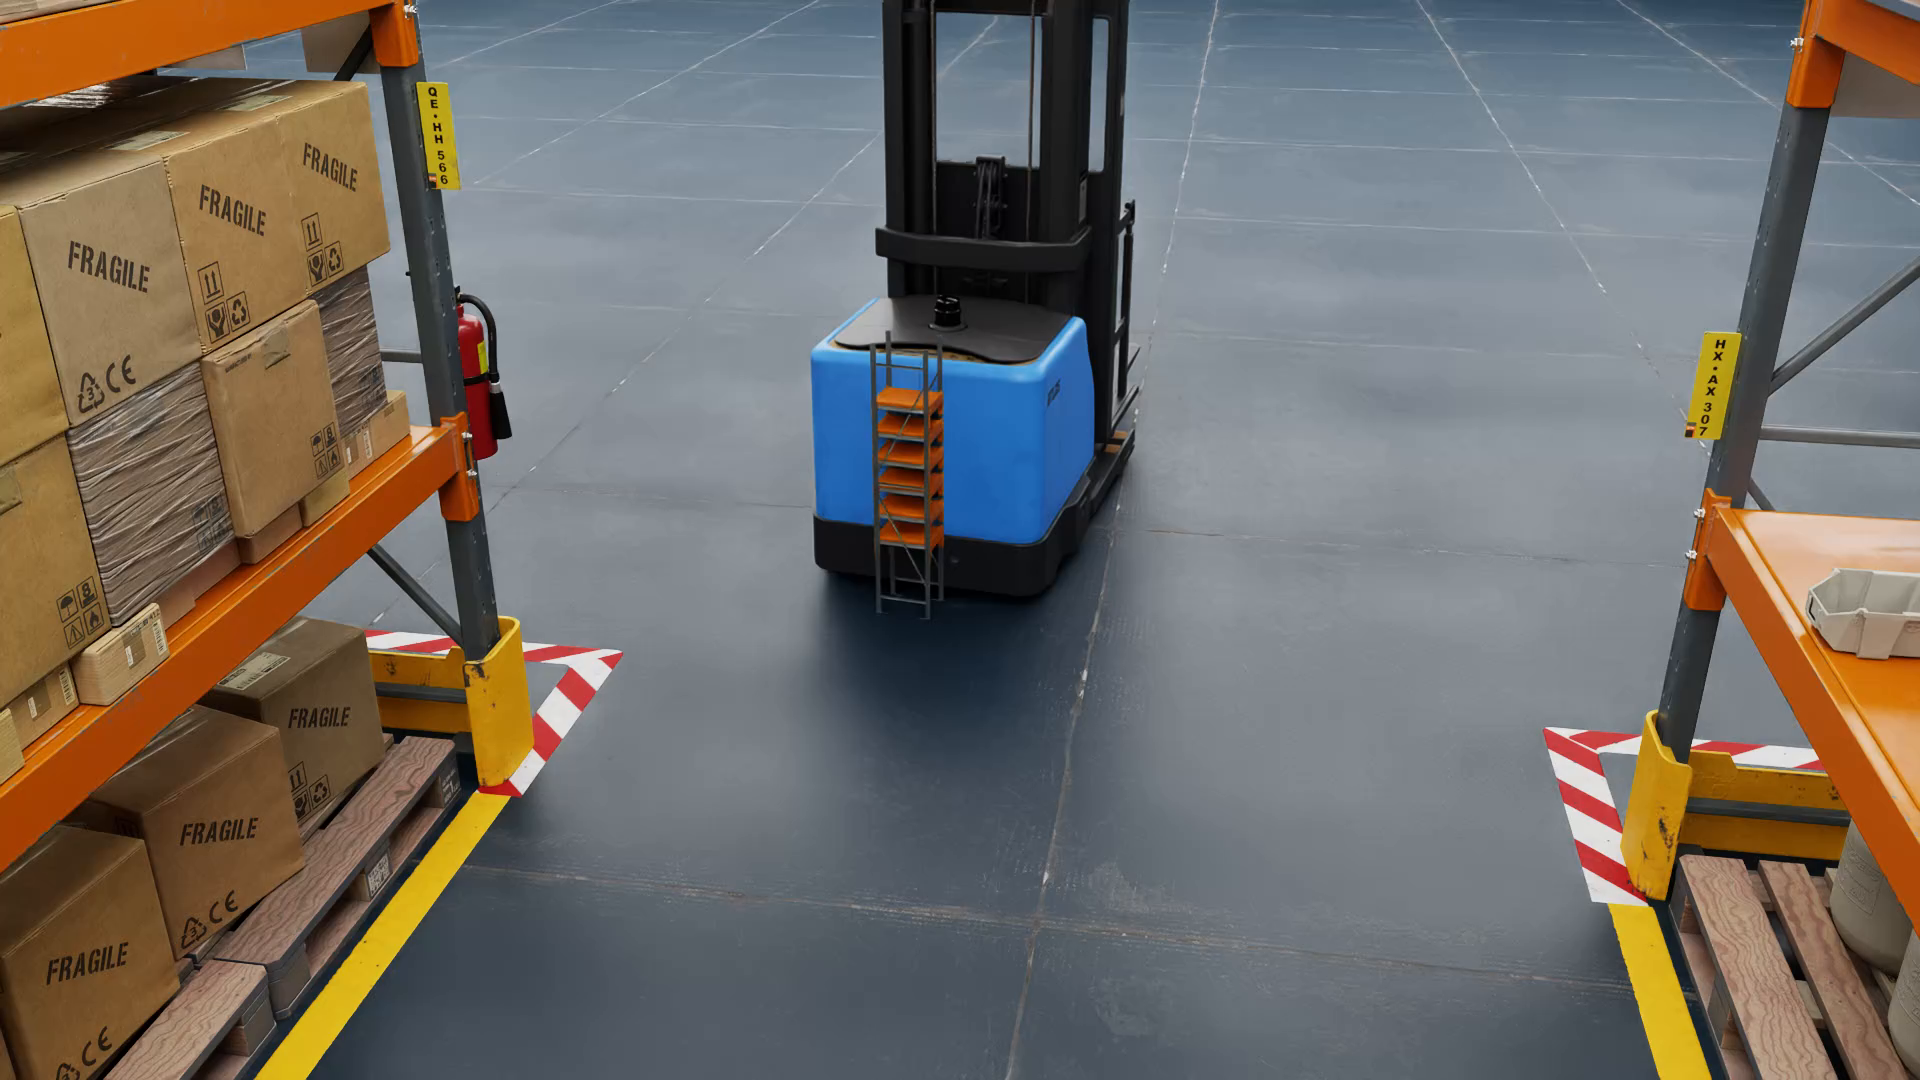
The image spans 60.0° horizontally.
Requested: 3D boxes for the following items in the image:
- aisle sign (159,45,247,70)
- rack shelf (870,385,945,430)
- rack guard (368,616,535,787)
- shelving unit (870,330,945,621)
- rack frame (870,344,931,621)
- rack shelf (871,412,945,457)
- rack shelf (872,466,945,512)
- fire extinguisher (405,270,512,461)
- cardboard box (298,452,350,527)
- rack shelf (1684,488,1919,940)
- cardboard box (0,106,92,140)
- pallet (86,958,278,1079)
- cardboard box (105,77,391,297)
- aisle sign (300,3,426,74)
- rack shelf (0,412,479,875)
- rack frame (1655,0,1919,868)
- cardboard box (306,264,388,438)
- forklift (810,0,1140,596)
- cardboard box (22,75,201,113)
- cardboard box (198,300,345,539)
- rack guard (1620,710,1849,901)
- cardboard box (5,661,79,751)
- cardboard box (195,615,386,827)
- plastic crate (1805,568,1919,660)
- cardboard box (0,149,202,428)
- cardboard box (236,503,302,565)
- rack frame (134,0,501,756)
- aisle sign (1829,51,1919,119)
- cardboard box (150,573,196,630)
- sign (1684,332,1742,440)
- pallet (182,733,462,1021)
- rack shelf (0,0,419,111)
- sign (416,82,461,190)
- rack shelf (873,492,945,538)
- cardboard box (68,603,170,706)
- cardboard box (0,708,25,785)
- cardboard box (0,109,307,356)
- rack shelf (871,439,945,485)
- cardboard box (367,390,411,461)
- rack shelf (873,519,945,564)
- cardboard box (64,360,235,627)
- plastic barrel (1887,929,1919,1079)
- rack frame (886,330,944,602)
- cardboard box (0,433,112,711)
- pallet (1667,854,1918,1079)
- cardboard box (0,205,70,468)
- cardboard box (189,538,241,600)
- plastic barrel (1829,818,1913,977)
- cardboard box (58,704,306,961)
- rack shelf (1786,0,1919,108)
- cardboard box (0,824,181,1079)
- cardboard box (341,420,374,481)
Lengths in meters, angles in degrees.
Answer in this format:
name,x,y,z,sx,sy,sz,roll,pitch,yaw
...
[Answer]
name,x,y,z,sx,sy,sz,roll,pitch,yaw
aisle sign,-2.439,-1.850,5.097,0.394,0.787,0.004,4,25,9
rack shelf,-0.213,-0.540,6.743,0.258,0.103,0.180,7,26,15
rack guard,-2.166,0.538,6.010,1.175,0.500,0.348,4,25,9
shelving unit,-0.213,-0.254,6.877,0.258,1.200,0.189,7,26,15
rack frame,-0.239,-0.217,6.798,0.240,1.200,0.006,7,26,15
rack shelf,-0.213,-0.431,6.794,0.258,0.103,0.180,7,26,15
rack shelf,-0.213,-0.214,6.896,0.258,0.103,0.180,7,26,15
fire extinguisher,-1.680,-0.606,5.598,0.296,0.674,0.183,4,25,9
cardboard box,-2.028,-0.165,4.862,0.380,0.149,0.250,4,25,9
rack shelf,2.406,0.880,3.180,1.077,0.370,4.000,4,25,9
cardboard box,-2.601,-0.838,4.355,0.500,0.500,0.500,4,25,9
pallet,-2.535,1.515,4.264,1.003,0.211,1.213,4,25,9
cardboard box,-1.999,-1.011,4.724,0.500,0.500,0.500,4,25,9
aisle sign,-1.847,-1.808,5.008,0.394,0.787,0.004,4,25,9
rack shelf,-2.480,0.537,3.913,1.077,0.370,4.000,4,25,9
rack frame,2.733,-0.282,4.815,1.000,3.000,0.127,4,25,9
cardboard box,-2.270,-0.577,4.976,0.875,0.500,0.500,4,25,9
forklift,0.274,-1.690,7.902,1.130,2.935,3.031,7,26,15
cardboard box,-2.512,-1.047,4.801,0.500,0.500,0.500,4,25,9
cardboard box,-2.234,-0.360,4.512,0.875,0.500,0.500,4,25,9
rack guard,2.767,0.885,5.270,1.175,0.500,0.348,4,25,9
cardboard box,-2.247,0.356,3.747,0.380,0.149,0.250,4,25,9
cardboard box,-2.272,0.577,5.433,0.500,0.500,0.500,9,27,18
plastic crate,2.269,0.189,4.119,0.298,0.136,0.250,4,25,9
cardboard box,-2.160,-0.593,3.830,0.500,0.500,0.500,4,25,9
cardboard box,-2.084,-0.062,4.641,0.380,0.149,0.250,4,25,9
rack frame,-2.153,-0.625,5.548,1.000,3.000,0.127,4,25,9
aisle sign,2.456,-1.510,4.371,0.394,0.787,0.004,4,25,9
cardboard box,-2.184,0.146,4.197,0.380,0.149,0.250,4,25,9
sign,2.191,-0.448,4.841,0.100,0.325,0.005,4,25,9
pallet,-2.333,1.007,5.350,1.003,0.211,1.213,4,25,9
rack shelf,-2.480,-0.822,3.277,1.077,0.370,4.000,4,25,9
sign,-1.609,-1.246,5.135,0.100,0.325,0.005,4,25,9
rack shelf,-0.213,-0.105,6.947,0.258,0.103,0.180,7,26,15
cardboard box,-2.138,0.256,3.960,0.380,0.149,0.250,4,25,9
cardboard box,-2.243,0.464,3.517,0.380,0.149,0.250,4,25,9
cardboard box,-2.075,-0.802,4.276,0.500,0.500,0.500,4,25,9
rack shelf,-0.213,-0.322,6.845,0.258,0.103,0.180,7,26,15
cardboard box,-1.996,-0.378,5.316,0.380,0.149,0.250,4,25,9
rack shelf,-0.213,0.004,6.998,0.258,0.103,0.180,7,26,15
cardboard box,-2.358,-0.154,4.071,0.875,0.500,0.500,4,25,9
plastic barrel,2.619,1.144,4.206,0.421,0.512,0.421,0,25,0
rack frame,-0.186,-0.291,6.956,0.240,1.200,0.006,7,26,15
cardboard box,-2.451,0.055,3.626,0.875,0.500,0.500,4,25,9
pallet,2.629,1.355,4.606,1.003,0.211,1.213,4,25,9
cardboard box,-2.250,-0.384,3.384,0.500,0.500,0.500,4,25,9
cardboard box,-2.166,0.040,4.423,0.380,0.149,0.250,4,25,9
plastic barrel,2.701,0.935,4.654,0.421,0.512,0.421,0,25,0
cardboard box,-2.336,0.829,4.894,0.500,0.500,0.500,11,27,22
rack shelf,2.406,-0.479,2.544,1.077,0.370,4.000,4,25,9
cardboard box,-2.457,1.089,4.338,0.500,0.500,0.500,6,26,13
cardboard box,-2.038,-0.274,5.093,0.380,0.149,0.250,4,25,9
